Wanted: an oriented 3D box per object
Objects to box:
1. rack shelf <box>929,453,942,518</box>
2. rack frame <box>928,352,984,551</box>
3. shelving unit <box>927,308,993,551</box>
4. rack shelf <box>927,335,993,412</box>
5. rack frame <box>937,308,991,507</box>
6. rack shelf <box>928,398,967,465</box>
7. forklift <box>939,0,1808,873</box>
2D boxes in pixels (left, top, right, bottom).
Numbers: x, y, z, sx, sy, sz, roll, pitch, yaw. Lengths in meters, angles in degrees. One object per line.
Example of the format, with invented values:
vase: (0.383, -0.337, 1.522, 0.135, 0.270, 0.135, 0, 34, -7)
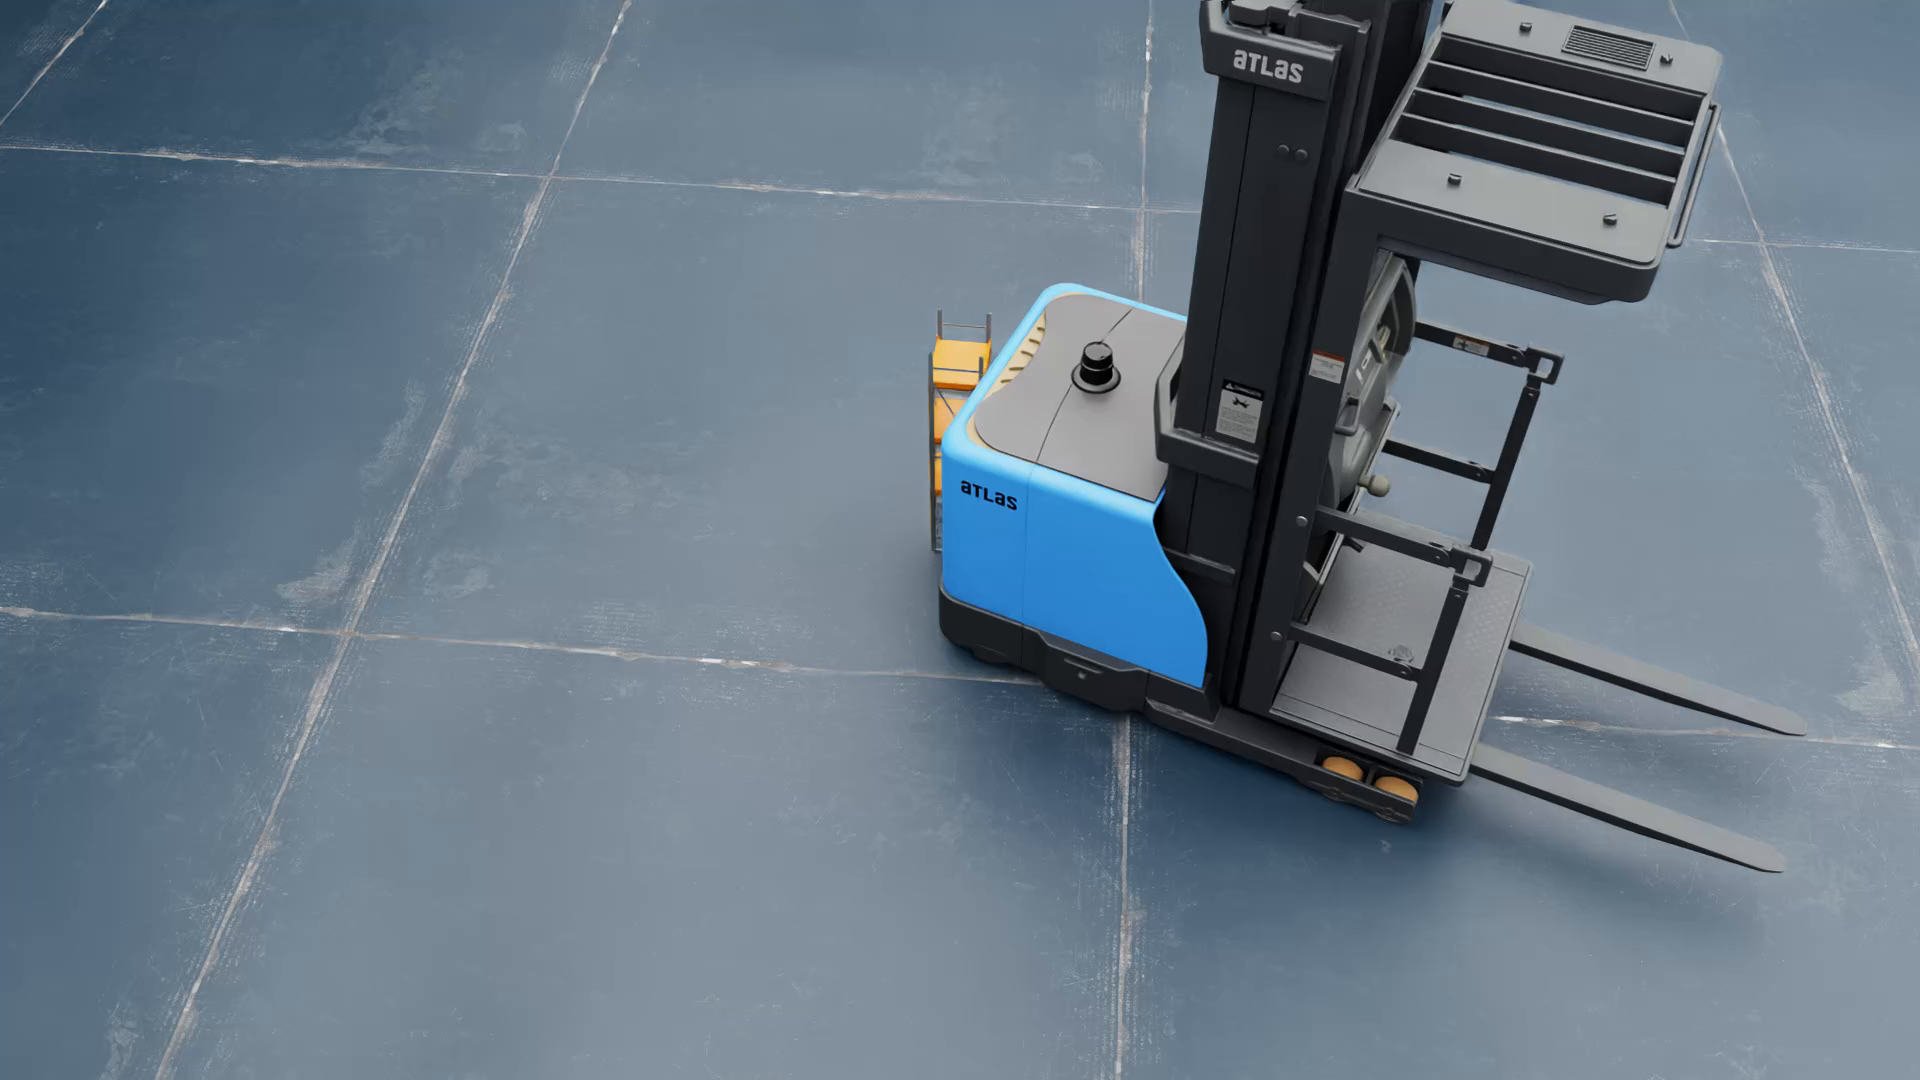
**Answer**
rack shelf: (0.000, -0.201, 6.613, 0.215, 0.259, 0.240, 5, 48, 5)
rack frame: (-0.015, -0.306, 6.319, 0.200, 1.050, 0.008, 5, 48, 5)
shelving unit: (0.000, -0.396, 6.400, 0.215, 1.050, 0.252, 5, 48, 5)
rack shelf: (0.000, -0.580, 6.199, 0.215, 0.259, 0.240, 5, 48, 5)
rack frame: (0.015, -0.485, 6.482, 0.200, 1.050, 0.008, 5, 48, 5)
rack shelf: (0.000, -0.388, 6.408, 0.215, 0.259, 0.240, 5, 48, 5)
forklift: (1.478, -0.452, 5.177, 3.031, 2.935, 1.130, 19, 50, 17)
